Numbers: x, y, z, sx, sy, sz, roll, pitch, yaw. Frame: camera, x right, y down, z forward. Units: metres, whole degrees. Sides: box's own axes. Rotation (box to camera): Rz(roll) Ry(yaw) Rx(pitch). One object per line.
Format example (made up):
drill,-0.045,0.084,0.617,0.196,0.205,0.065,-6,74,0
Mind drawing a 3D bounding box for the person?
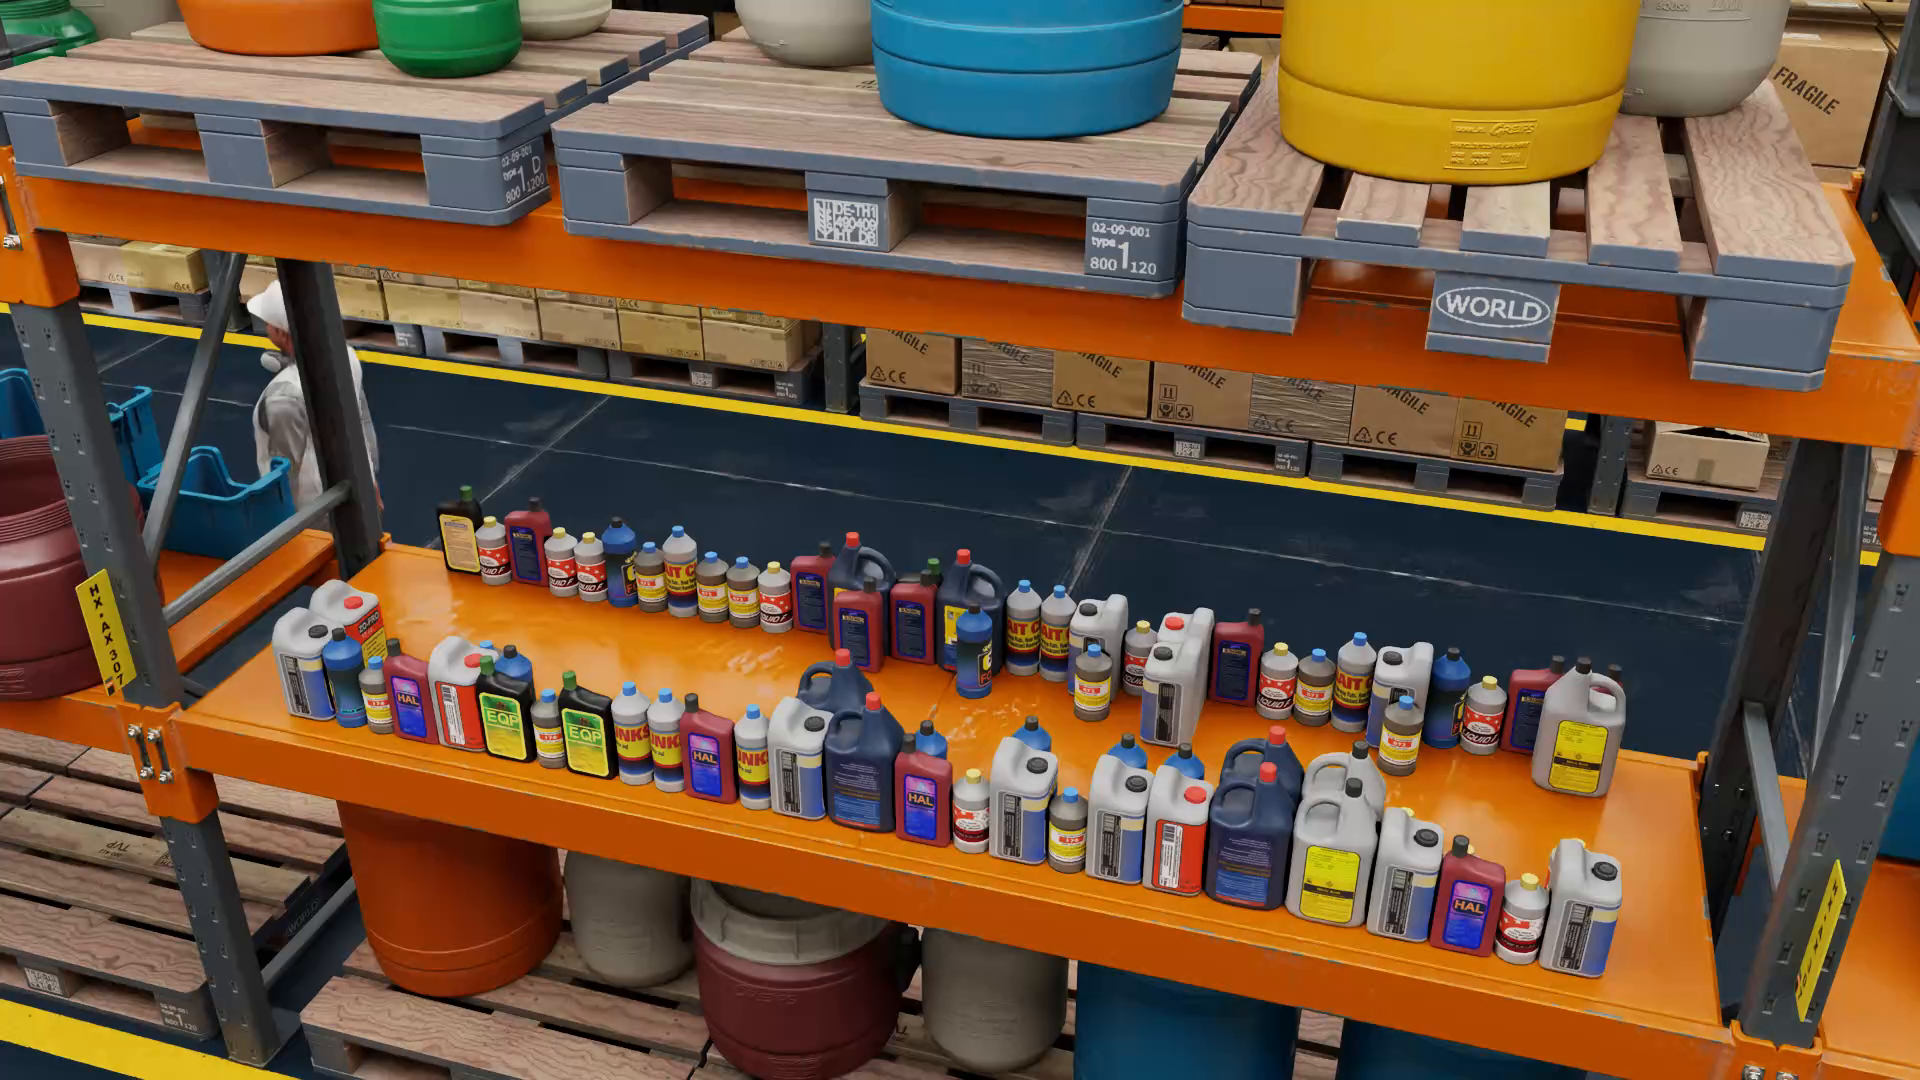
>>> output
person,-2.483,-0.153,6.366,0.472,1.805,0.535,3,29,5
